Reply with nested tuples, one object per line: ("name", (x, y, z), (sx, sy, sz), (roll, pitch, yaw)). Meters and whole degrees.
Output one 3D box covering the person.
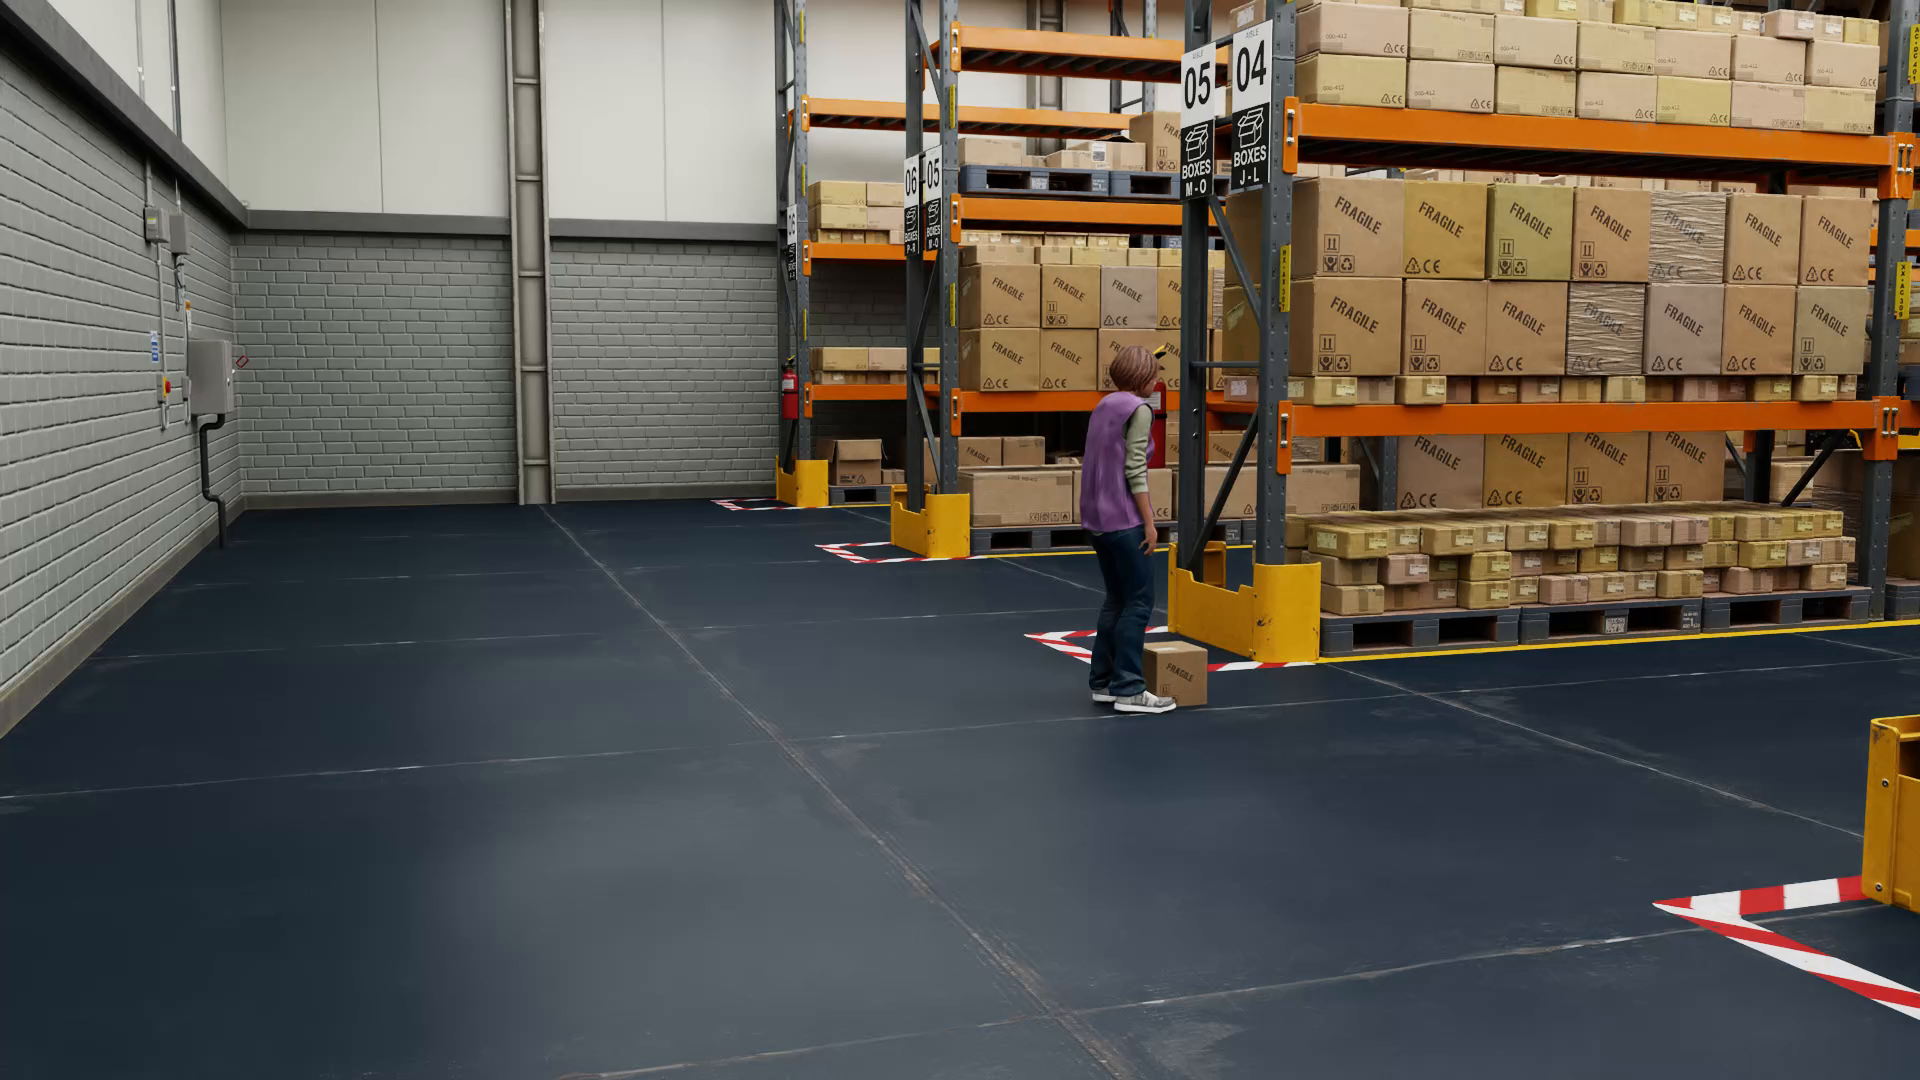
("person", (0.721, -0.056, 7.307), (0.344, 1.592, 0.460), (-2, 6, -18))
